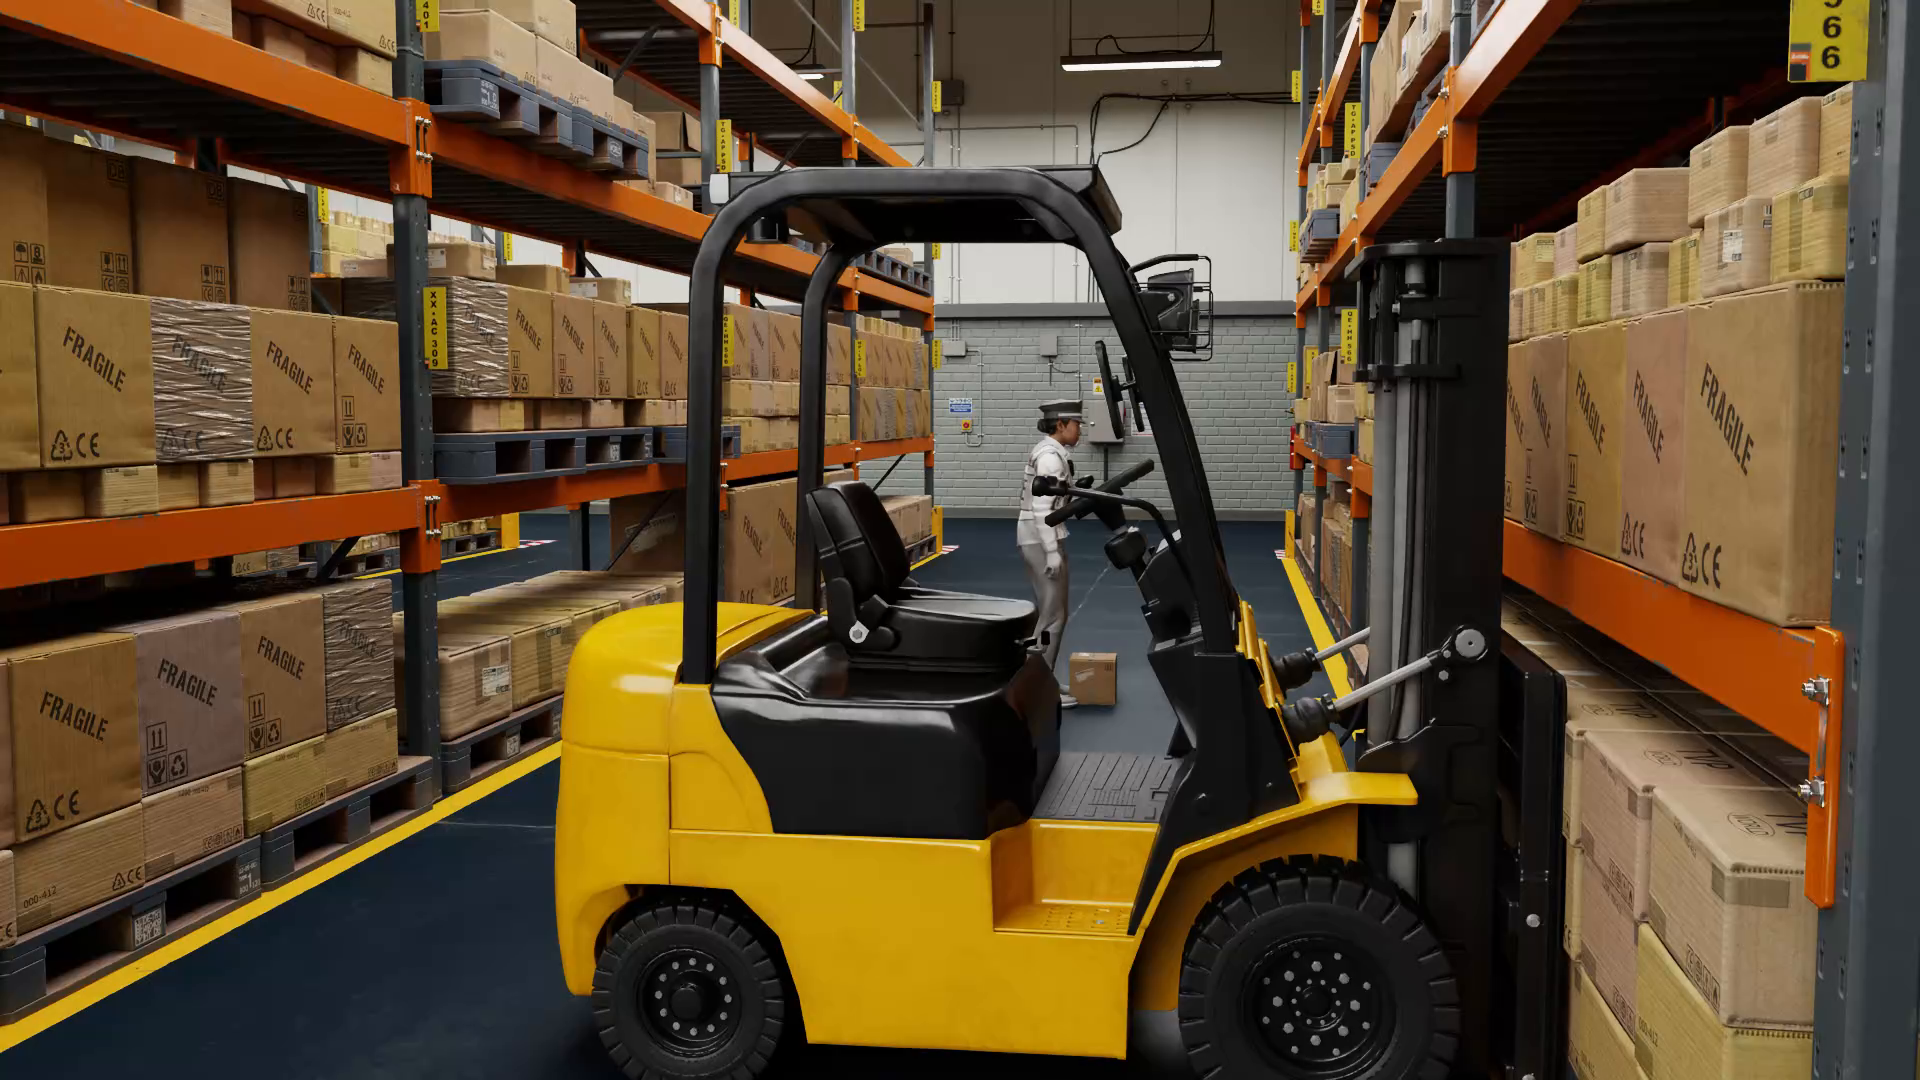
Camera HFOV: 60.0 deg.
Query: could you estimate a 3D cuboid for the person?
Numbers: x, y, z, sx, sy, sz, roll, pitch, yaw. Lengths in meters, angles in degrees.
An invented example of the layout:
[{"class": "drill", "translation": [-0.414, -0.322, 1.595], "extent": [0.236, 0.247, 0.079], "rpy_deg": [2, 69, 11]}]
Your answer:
[{"class": "person", "translation": [0.502, 0.059, 9.145], "extent": [0.378, 1.663, 0.532], "rpy_deg": [1, 5, 8]}]
